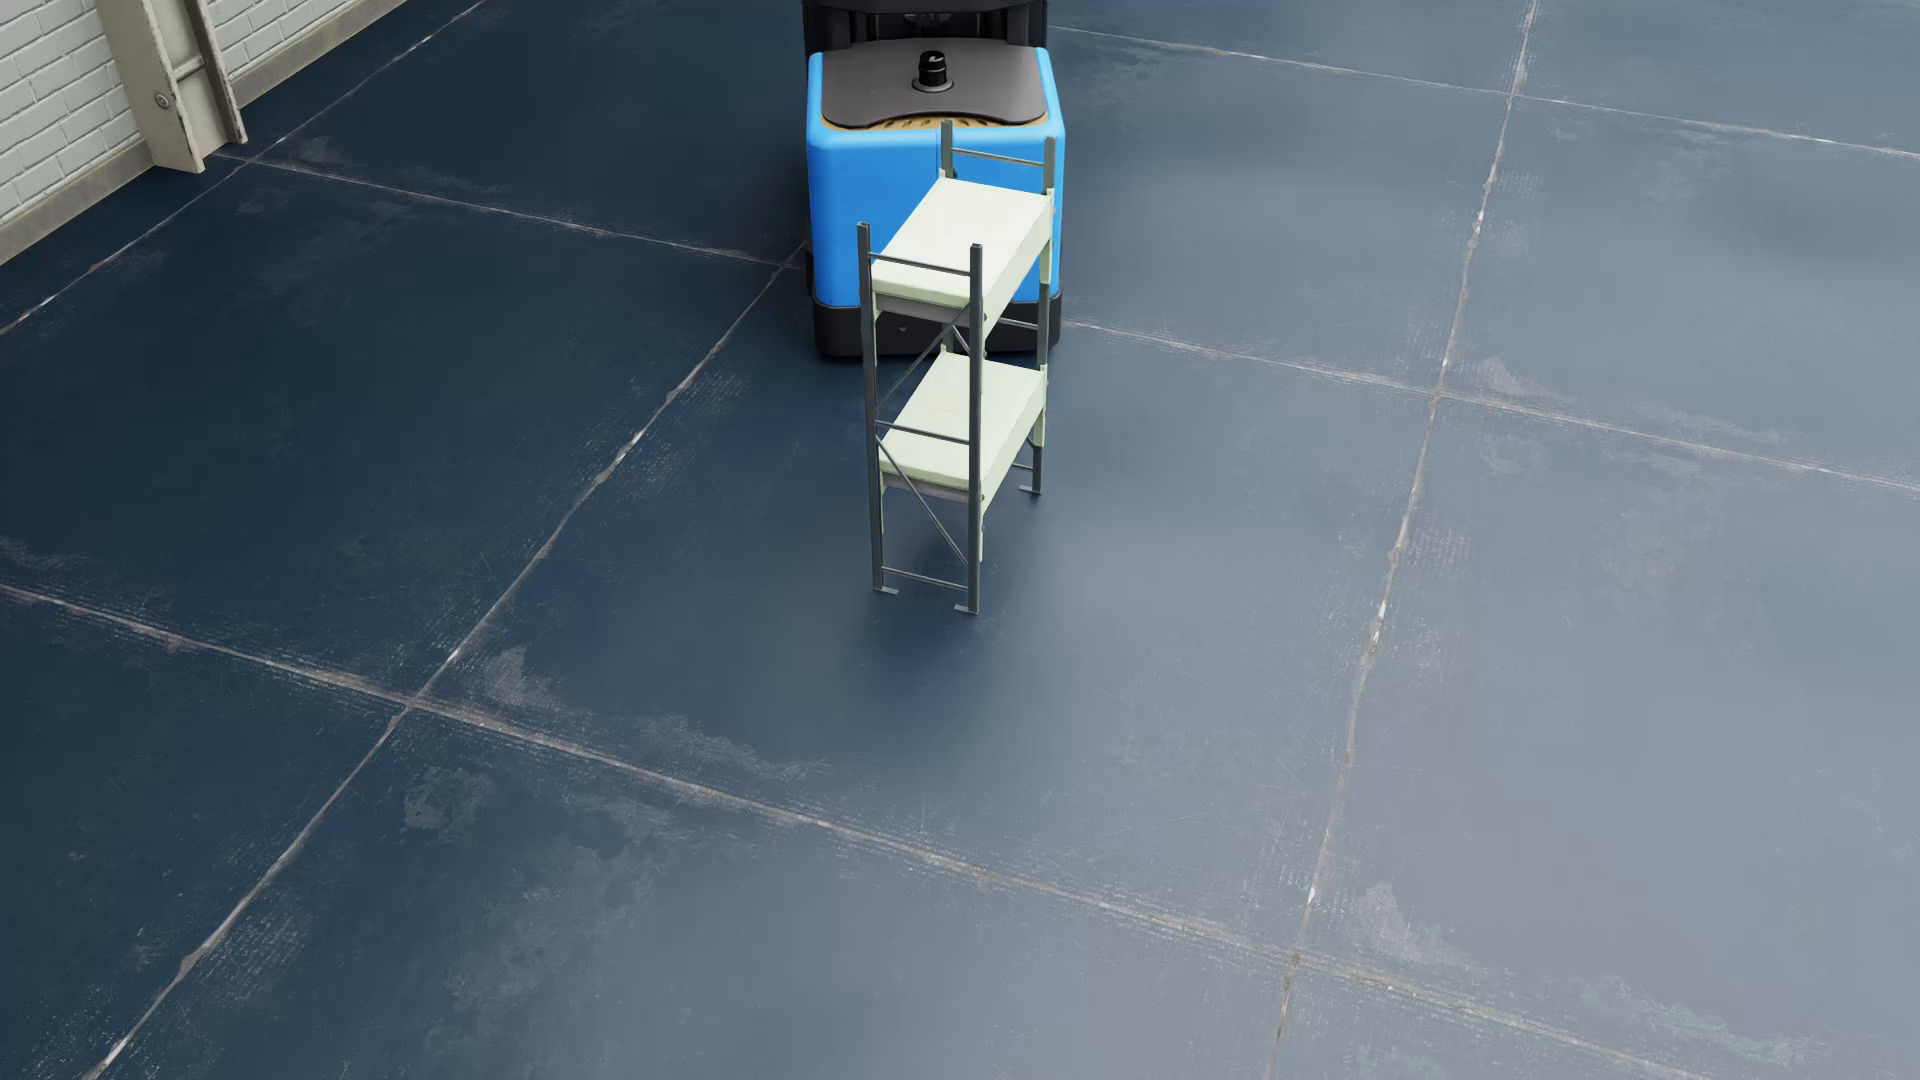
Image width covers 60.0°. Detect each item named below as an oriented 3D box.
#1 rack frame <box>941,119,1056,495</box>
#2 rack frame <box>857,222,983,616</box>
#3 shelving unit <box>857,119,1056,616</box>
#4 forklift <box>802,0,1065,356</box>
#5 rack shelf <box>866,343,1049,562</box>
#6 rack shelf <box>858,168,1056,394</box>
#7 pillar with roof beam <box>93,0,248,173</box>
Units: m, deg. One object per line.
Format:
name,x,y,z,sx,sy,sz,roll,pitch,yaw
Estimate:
rack frame,0.127,-0.798,6.030,0.400,1.500,0.023,13,42,15
rack frame,-0.123,-0.351,5.506,0.400,1.500,0.023,13,42,15
shelving unit,0.002,-0.575,5.768,0.431,1.500,0.755,13,42,15
forklift,-0.169,-2.835,7.315,1.130,2.935,3.031,-2,41,-2
rack shelf,0.002,-0.327,5.980,0.431,0.370,0.720,13,42,15
rack shelf,0.002,-0.872,5.515,0.431,0.370,0.720,13,42,15
pillar with roof beam,0.109,-4.480,4.567,9.100,9.000,0.400,13,42,15
